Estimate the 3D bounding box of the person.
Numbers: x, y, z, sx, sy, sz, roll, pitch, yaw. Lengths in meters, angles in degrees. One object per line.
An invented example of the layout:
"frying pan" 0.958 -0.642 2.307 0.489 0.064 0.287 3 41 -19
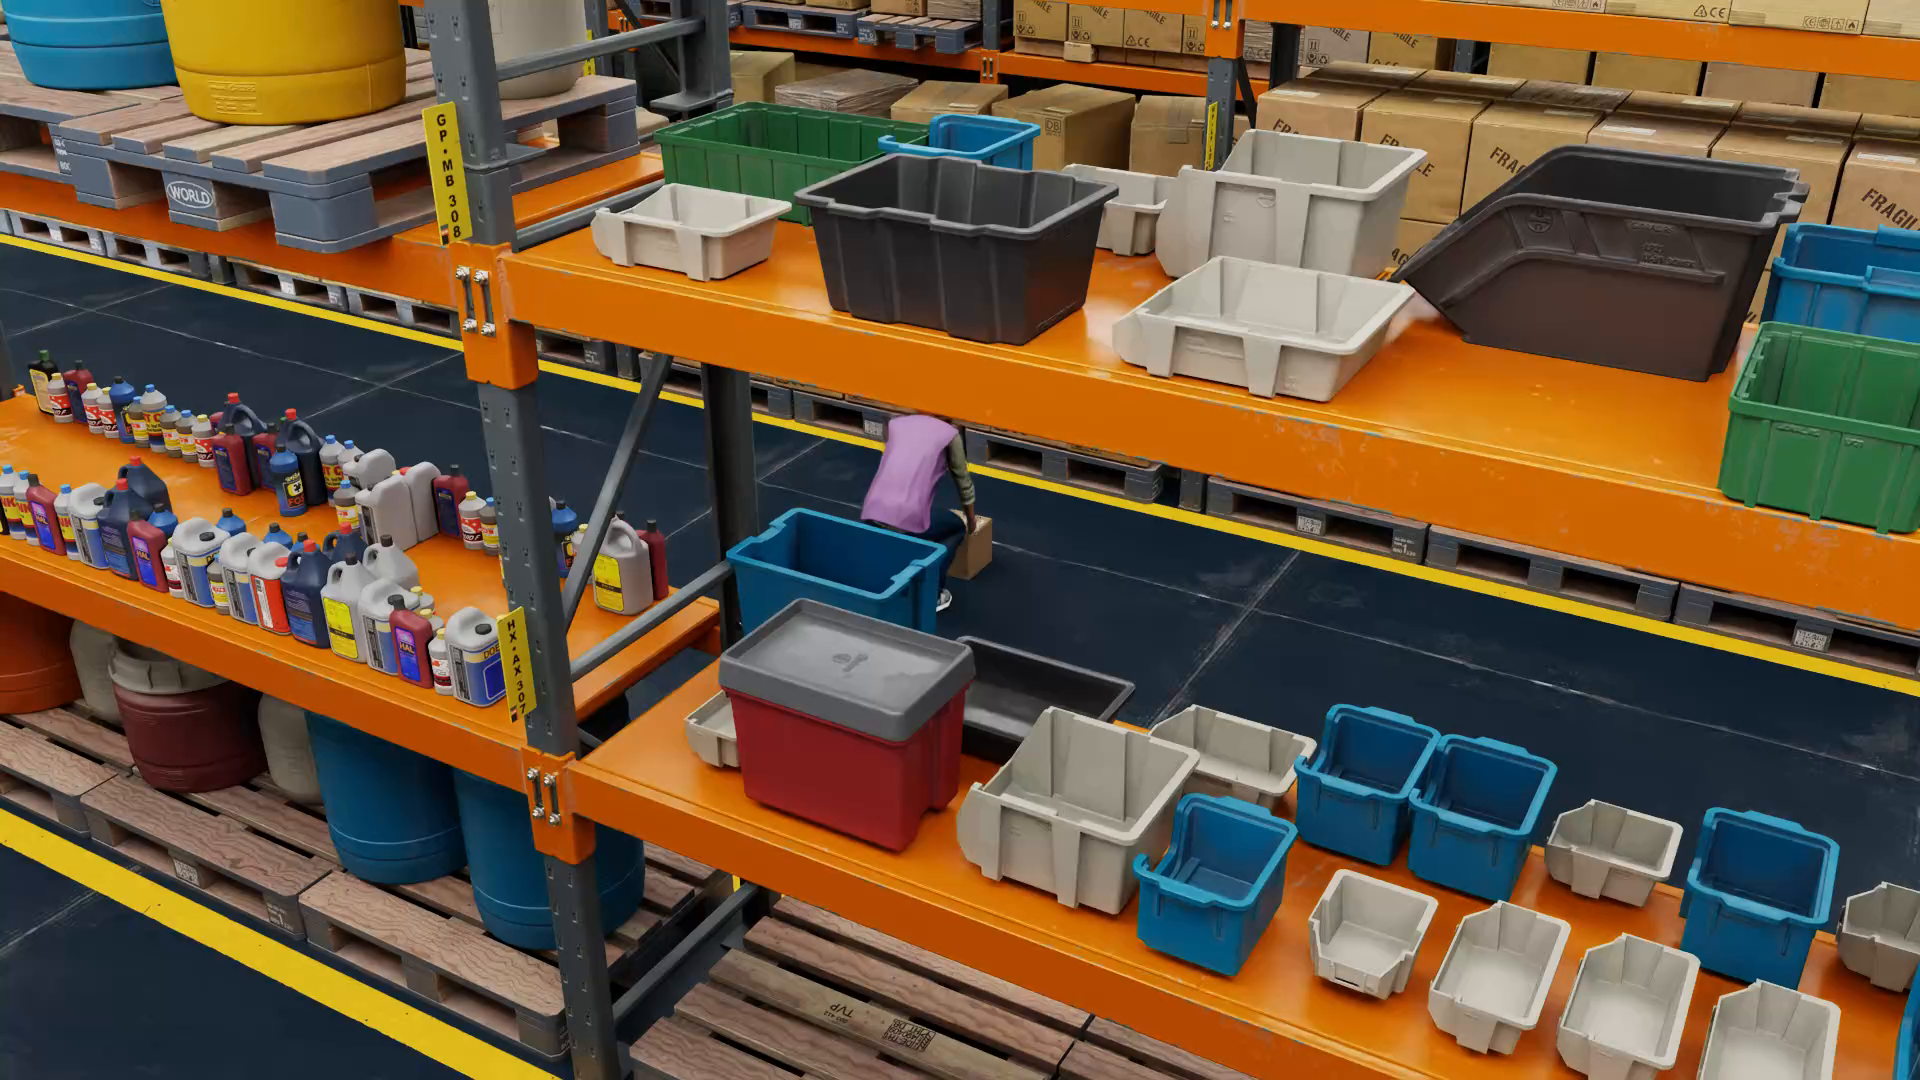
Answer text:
"person" -0.215 -0.171 8.106 0.457 1.019 0.768 14 30 26
